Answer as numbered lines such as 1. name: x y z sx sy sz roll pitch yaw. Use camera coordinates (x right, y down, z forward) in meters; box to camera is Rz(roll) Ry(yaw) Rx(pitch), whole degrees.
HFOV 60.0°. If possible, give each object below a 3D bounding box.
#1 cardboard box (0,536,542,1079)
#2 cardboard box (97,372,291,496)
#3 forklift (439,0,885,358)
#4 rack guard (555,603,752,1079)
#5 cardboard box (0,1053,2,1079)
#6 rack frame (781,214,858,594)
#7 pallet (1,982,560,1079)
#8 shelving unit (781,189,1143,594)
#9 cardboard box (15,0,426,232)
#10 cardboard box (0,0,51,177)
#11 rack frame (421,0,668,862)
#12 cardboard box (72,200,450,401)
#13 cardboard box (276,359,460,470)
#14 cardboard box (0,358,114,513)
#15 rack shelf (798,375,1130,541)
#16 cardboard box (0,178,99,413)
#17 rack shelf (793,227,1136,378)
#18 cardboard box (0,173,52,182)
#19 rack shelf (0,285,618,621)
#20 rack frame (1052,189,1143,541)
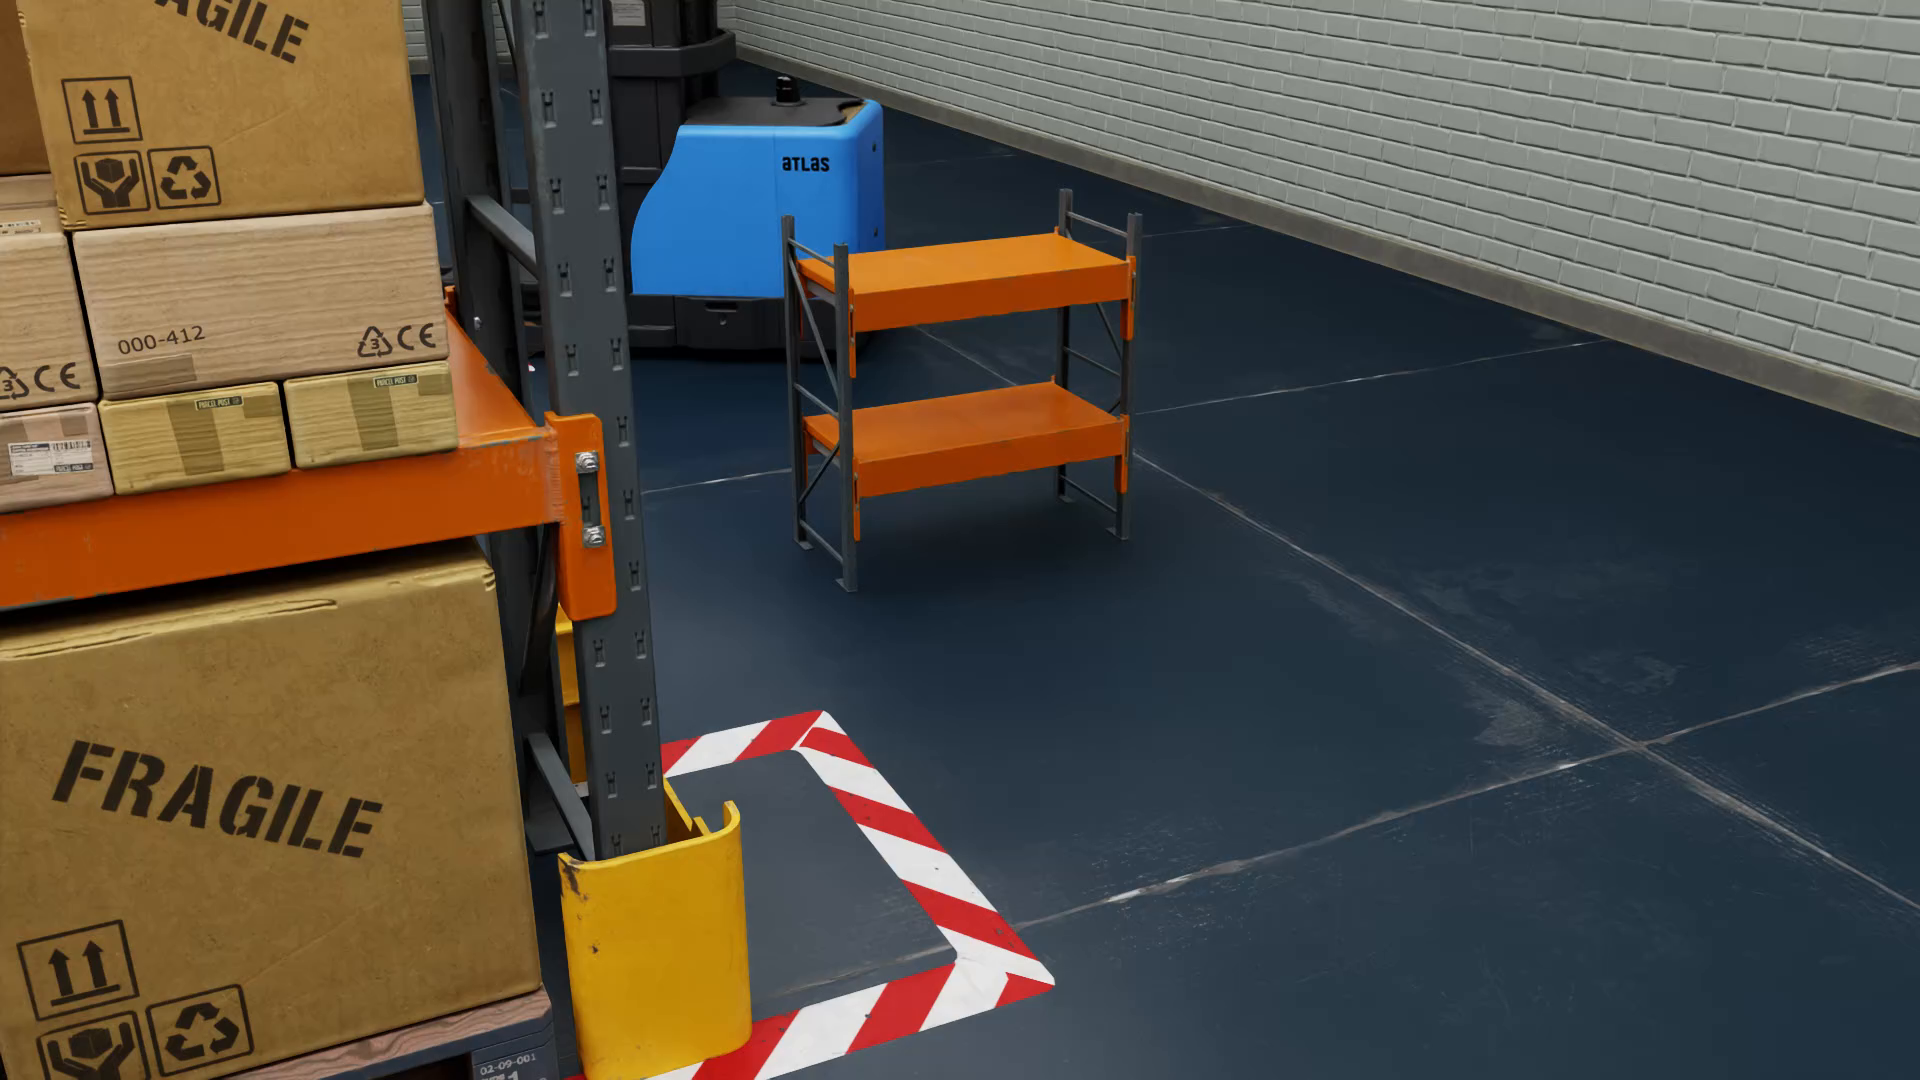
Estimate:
1. cardboard box: -1.368 0.372 3.159 0.875 0.875 0.875 -10 25 -24
2. cardboard box: -1.238 -0.218 2.682 0.250 0.149 0.380 -10 25 -23
3. forklift: -1.916 -2.412 7.745 3.031 2.935 1.130 2 23 5
4. rack guard: -0.805 0.601 3.644 0.348 0.500 1.175 -10 25 -24
5. cardboard box: -2.188 0.523 2.795 0.875 0.875 0.875 -10 25 -24
6. rack frame: -0.452 -0.437 5.334 0.032 1.125 0.500 -10 25 -24
7. pallet: -1.513 0.898 3.304 1.213 0.211 1.003 -10 25 -24
8. shelving unit: 0.006 -0.521 5.538 1.048 1.125 0.538 -10 25 -24
9. cardboard box: -1.151 -0.793 2.571 0.500 0.500 0.500 -10 25 -23
10. cardboard box: -1.826 -0.895 2.817 0.500 0.500 0.500 -11 25 -25
11. rack frame: -0.826 -0.550 3.156 0.127 3.000 1.000 -10 25 -24
12. cardboard box: -1.148 -0.446 2.713 0.500 0.250 0.500 -11 25 -24
13. cardboard box: -1.004 -0.261 2.788 0.250 0.149 0.380 -10 24 -23
14. cardboard box: -1.466 -0.176 2.582 0.250 0.149 0.380 -10 25 -23
15. rack shelf: 0.006 -0.295 5.631 1.000 0.278 0.538 -10 25 -24
16. cardboard box: -1.605 -0.362 2.510 0.500 0.250 0.500 -11 25 -25
17. rack shelf: 0.006 -0.791 5.426 1.000 0.278 0.538 -10 25 -24
18. cardboard box: -1.841 -0.543 2.947 0.500 0.250 0.500 -11 25 -24
19. rack shelf: -2.628 0.114 2.493 4.000 0.370 1.077 -10 25 -24
20. rack frame: 0.464 -0.605 5.741 0.032 1.125 0.500 -10 25 -24
